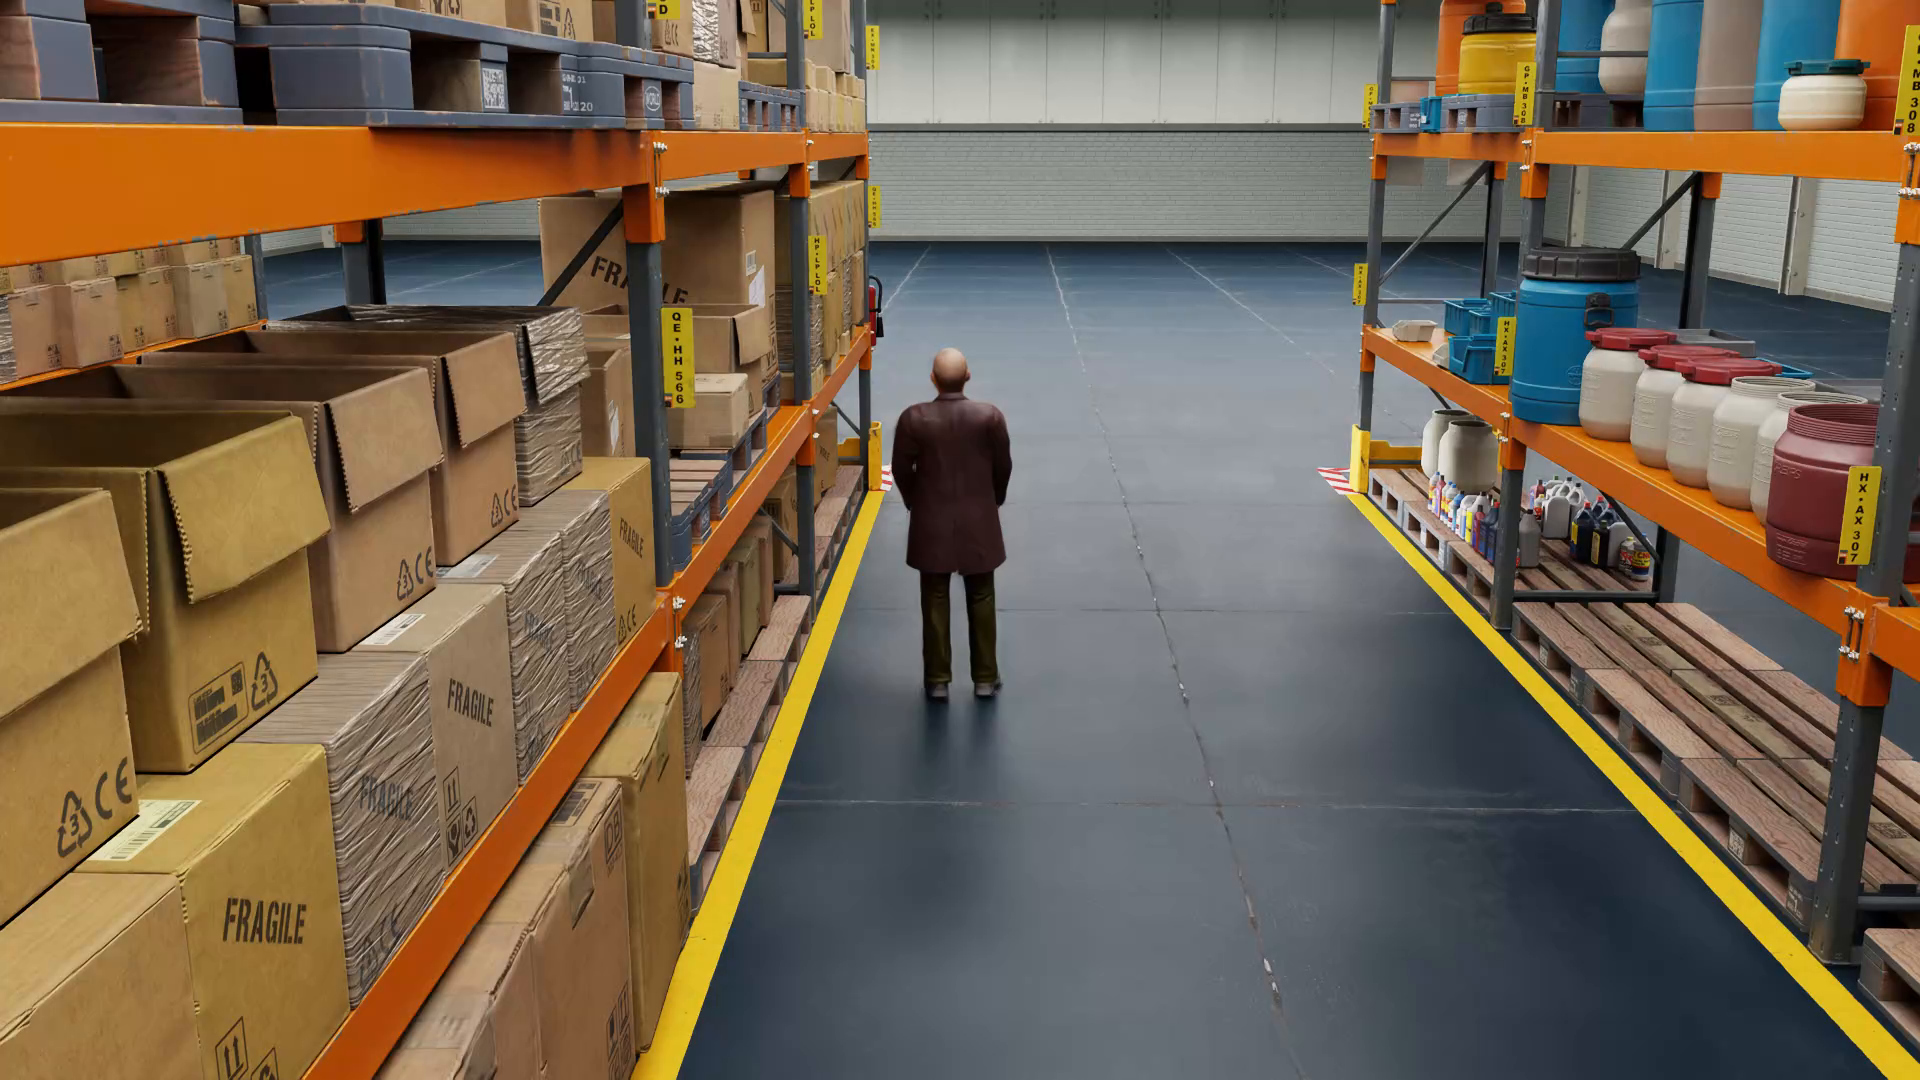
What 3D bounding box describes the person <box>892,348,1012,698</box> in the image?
[{"bbox_3d":[-0.037,-0.093,8.418,0.600,1.787,0.468,1,14,2],"label":"person"}]
